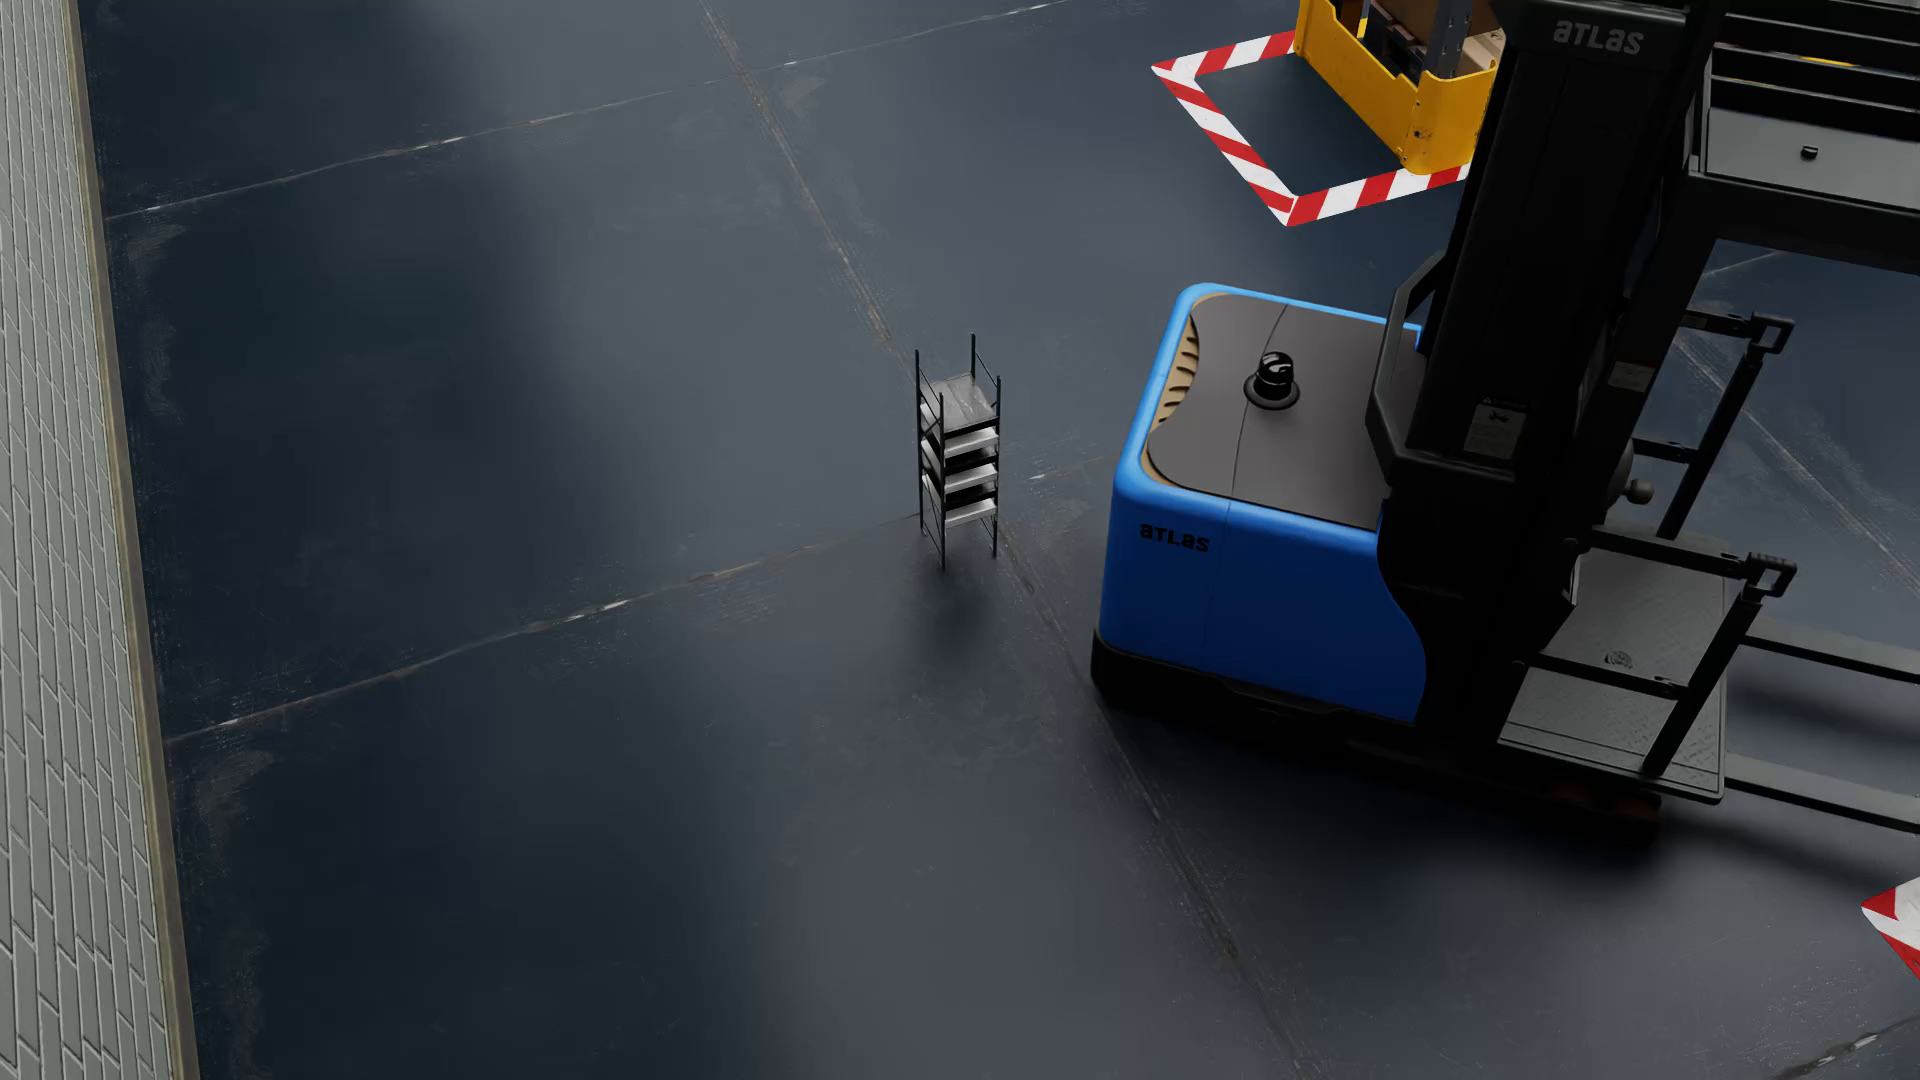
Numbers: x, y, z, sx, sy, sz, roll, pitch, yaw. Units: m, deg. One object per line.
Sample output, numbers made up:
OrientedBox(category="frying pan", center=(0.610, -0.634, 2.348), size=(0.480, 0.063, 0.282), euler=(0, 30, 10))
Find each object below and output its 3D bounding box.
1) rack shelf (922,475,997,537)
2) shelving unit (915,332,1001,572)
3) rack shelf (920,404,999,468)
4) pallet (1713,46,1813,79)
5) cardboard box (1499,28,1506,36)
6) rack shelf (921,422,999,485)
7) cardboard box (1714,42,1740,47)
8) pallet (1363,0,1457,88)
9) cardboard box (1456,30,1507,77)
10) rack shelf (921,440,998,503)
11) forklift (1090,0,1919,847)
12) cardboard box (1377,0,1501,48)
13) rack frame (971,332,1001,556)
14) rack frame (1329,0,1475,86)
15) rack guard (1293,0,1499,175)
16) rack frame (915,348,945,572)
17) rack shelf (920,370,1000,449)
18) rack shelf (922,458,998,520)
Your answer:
OrientedBox(category="rack shelf", center=(-0.008, -0.152, 5.995), size=(0.200, 0.077, 0.258), euler=(-17, 52, -14))
OrientedBox(category="shelving unit", center=(-0.008, -0.291, 5.833), size=(0.210, 0.900, 0.258), euler=(-17, 52, -14))
OrientedBox(category="rack shelf", center=(-0.008, -0.386, 5.722), size=(0.200, 0.077, 0.258), euler=(-17, 52, -14))
OrientedBox(category="pallet", center=(3.881, -2.758, 8.406), size=(1.213, 0.211, 1.003), euler=(-17, 52, -14))
OrientedBox(category="cardboard box", center=(2.694, -2.239, 7.700), size=(0.250, 0.166, 0.380), euler=(-17, 52, -14))
OrientedBox(category="rack shelf", center=(-0.008, -0.328, 5.790), size=(0.200, 0.077, 0.258), euler=(-17, 52, -14))
OrientedBox(category="cardboard box", center=(3.482, -2.560, 7.920), size=(0.500, 0.250, 0.500), euler=(-17, 52, -14))
OrientedBox(category="pallet", center=(2.754, -2.411, 8.108), size=(1.213, 0.211, 1.003), euler=(-17, 52, -14))
OrientedBox(category="cardboard box", center=(2.463, -2.162, 7.645), size=(0.250, 0.149, 0.380), euler=(-17, 52, -14))
OrientedBox(category="rack shelf", center=(-0.008, -0.269, 5.858), size=(0.200, 0.077, 0.258), euler=(-17, 52, -14))
OrientedBox(category="forklift", center=(2.021, -0.435, 4.618), size=(3.031, 2.935, 1.130), euler=(14, 51, 11))
OrientedBox(category="cardboard box", center=(2.356, -2.726, 7.898), size=(0.500, 0.500, 0.500), euler=(-17, 52, -14))
OrientedBox(category="rack frame", center=(0.087, -0.320, 5.858), size=(0.006, 0.900, 0.240), euler=(-17, 52, -14))
OrientedBox(category="rack frame", center=(1.945, -3.068, 6.834), size=(0.127, 3.000, 1.000), euler=(-17, 52, -14))
OrientedBox(category="rack guard", center=(2.016, -2.276, 7.802), size=(0.348, 0.500, 1.175), euler=(-17, 52, -14))
OrientedBox(category="rack frame", center=(-0.102, -0.262, 5.808), size=(0.006, 0.900, 0.240), euler=(-17, 52, -14))
OrientedBox(category="rack shelf", center=(-0.008, -0.445, 5.654), size=(0.200, 0.077, 0.258), euler=(-17, 52, -14))
OrientedBox(category="rack shelf", center=(-0.008, -0.211, 5.927), size=(0.200, 0.077, 0.258), euler=(-17, 52, -14))
